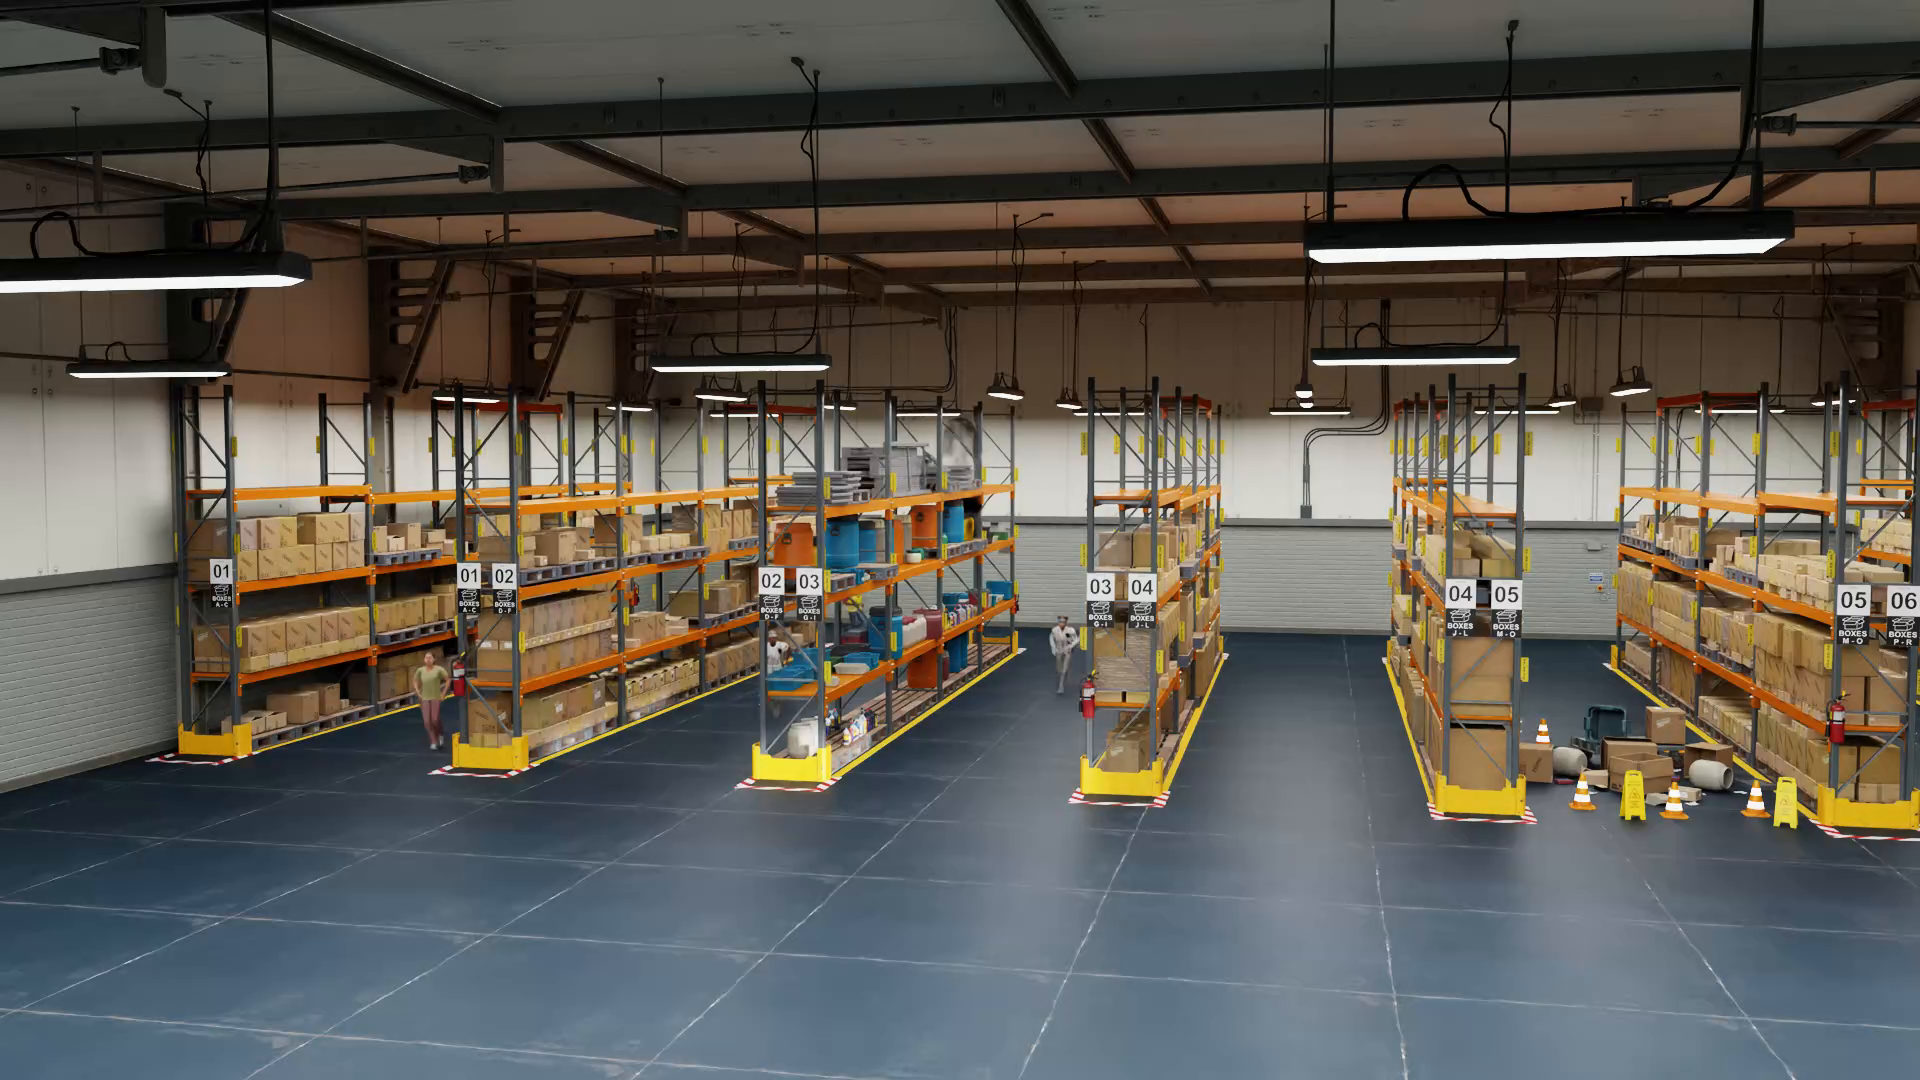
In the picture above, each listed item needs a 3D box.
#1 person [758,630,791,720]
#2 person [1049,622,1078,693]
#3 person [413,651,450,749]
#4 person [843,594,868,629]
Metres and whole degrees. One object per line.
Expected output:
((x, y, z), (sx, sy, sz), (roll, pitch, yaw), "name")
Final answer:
((-3.425, 2.459, 30.694), (0.560, 1.656, 0.893), (0, 3, 4), "person")
((2.122, 2.335, 33.942), (0.610, 1.591, 0.697), (1, 3, 10), "person")
((-8.762, 2.645, 27.503), (0.580, 1.631, 0.534), (0, 3, -3), "person")
((-2.712, 1.804, 42.252), (0.751, 1.760, 0.803), (3, 4, 40), "person")
